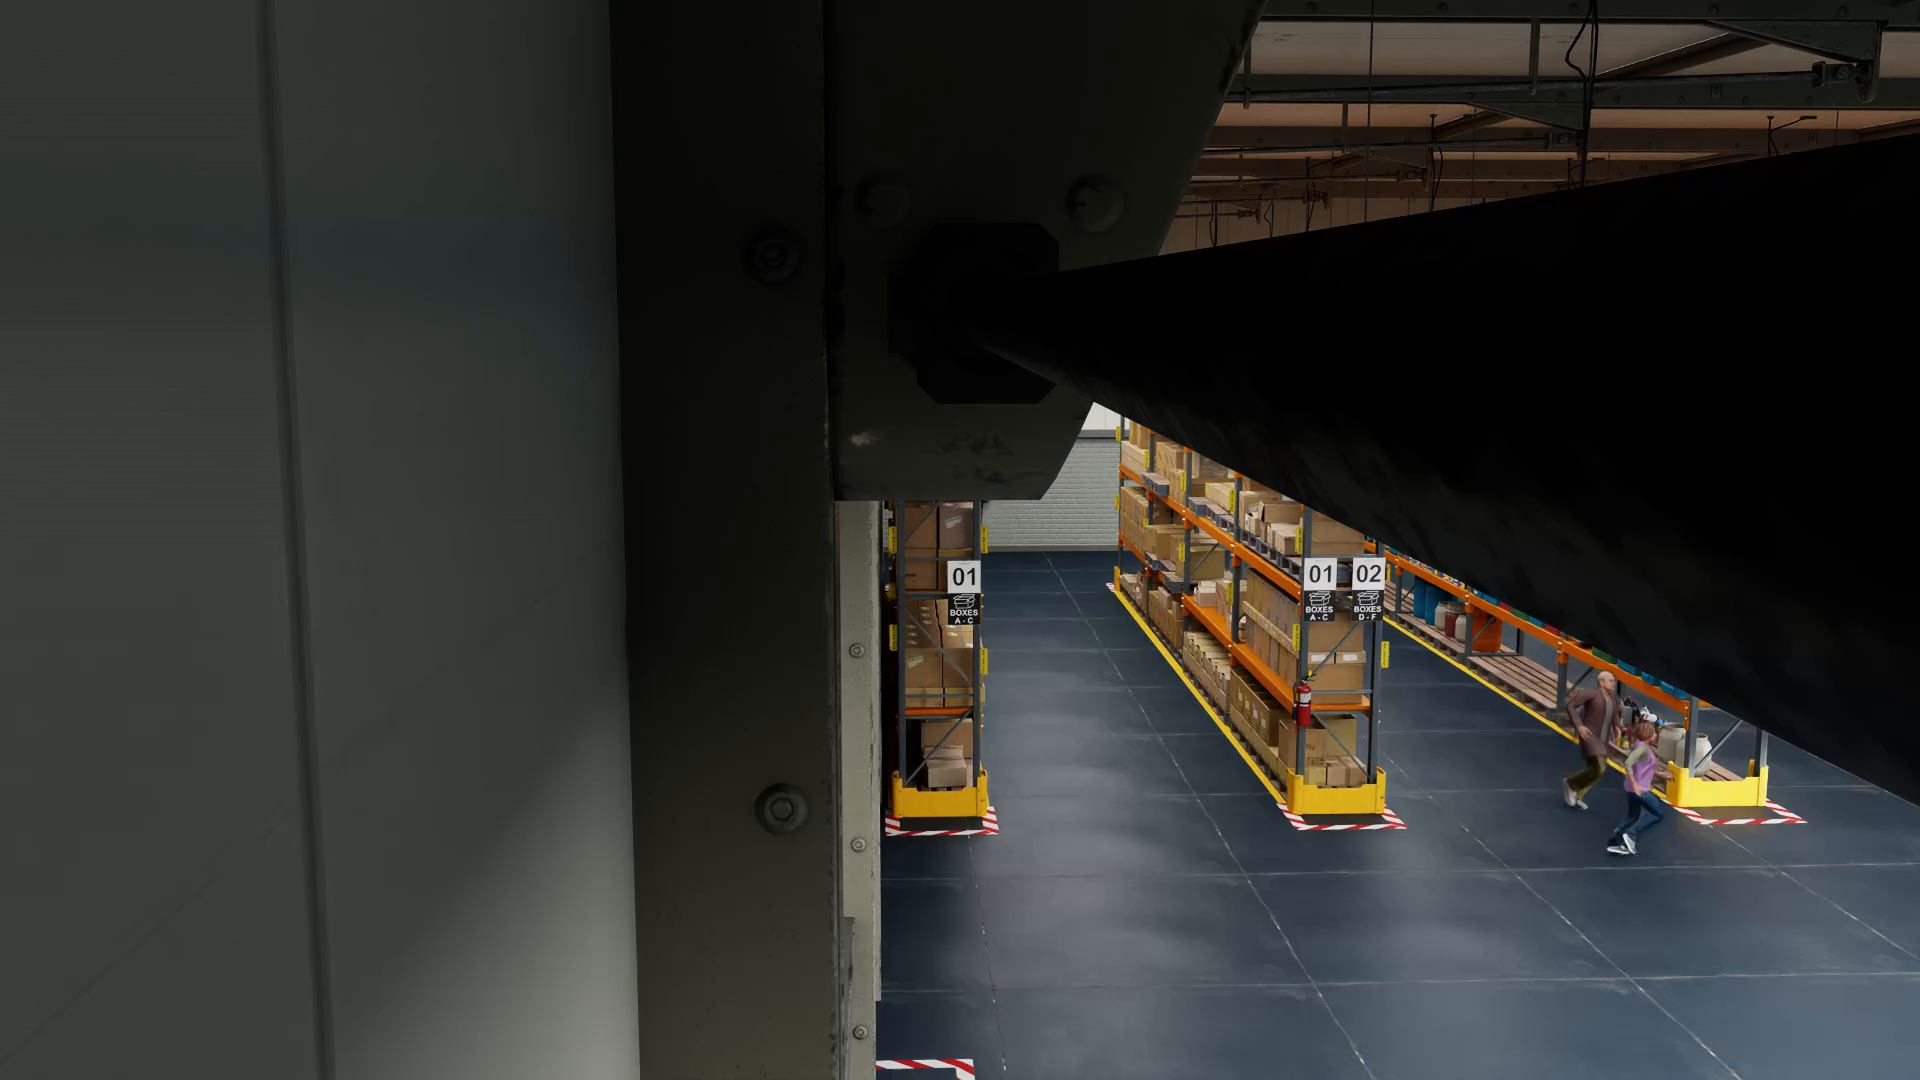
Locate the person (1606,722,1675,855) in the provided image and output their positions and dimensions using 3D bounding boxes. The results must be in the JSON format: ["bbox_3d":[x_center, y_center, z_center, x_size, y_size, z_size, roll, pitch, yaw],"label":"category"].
[{"bbox_3d":[7.756,2.837,18.910,0.688,1.553,0.510,2,8,14],"label":"person"}]

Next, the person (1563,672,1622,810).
[{"bbox_3d":[7.974,2.500,20.810,0.728,1.728,0.612,-5,10,-33],"label":"person"}]
